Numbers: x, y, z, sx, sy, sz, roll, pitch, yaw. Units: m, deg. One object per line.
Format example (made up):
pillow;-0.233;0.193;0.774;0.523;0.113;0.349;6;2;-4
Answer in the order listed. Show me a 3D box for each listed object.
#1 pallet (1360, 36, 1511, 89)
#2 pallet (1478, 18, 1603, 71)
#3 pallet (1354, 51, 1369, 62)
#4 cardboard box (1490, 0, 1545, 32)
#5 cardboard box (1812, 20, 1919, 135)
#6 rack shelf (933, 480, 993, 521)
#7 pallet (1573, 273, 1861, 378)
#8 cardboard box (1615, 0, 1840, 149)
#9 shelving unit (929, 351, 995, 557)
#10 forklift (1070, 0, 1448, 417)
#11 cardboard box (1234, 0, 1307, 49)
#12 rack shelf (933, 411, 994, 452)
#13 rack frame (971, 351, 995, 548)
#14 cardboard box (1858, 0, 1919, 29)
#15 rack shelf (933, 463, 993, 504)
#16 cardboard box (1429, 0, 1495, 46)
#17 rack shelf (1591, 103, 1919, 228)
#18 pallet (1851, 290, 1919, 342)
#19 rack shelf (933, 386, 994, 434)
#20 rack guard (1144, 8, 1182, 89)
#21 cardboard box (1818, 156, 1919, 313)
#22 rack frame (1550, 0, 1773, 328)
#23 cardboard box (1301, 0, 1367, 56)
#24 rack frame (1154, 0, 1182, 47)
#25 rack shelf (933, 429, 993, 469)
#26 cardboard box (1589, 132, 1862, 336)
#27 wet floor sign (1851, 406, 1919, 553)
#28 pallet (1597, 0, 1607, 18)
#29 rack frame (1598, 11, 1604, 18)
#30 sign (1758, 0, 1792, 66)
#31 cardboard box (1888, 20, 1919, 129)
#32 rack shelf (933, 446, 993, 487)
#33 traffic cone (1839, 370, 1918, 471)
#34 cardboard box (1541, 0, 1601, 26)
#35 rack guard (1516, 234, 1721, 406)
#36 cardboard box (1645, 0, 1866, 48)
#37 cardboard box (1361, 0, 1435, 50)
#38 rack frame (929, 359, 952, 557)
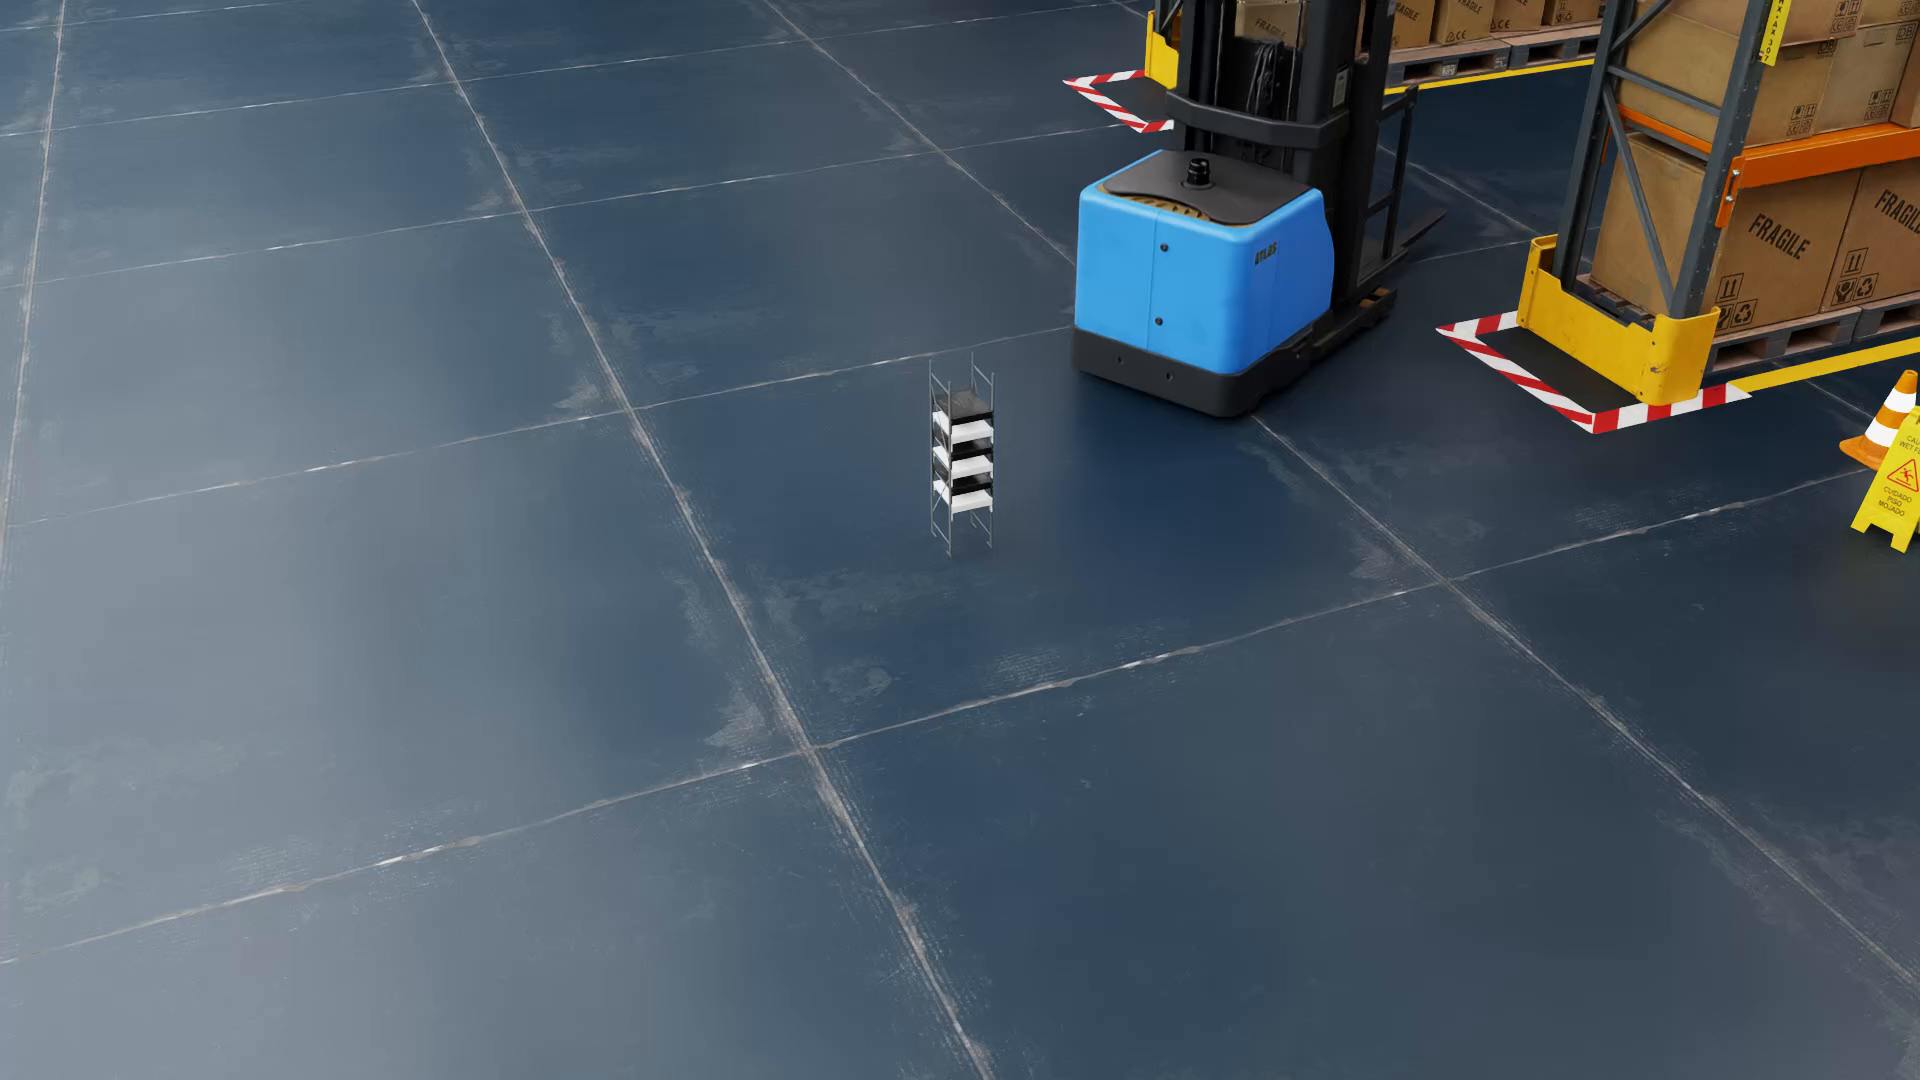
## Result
pallet;3.759;-4.064;13.803;1.213;0.211;1.003;-13;35;-19
pallet;4.886;-4.324;14.202;1.213;0.211;1.003;-13;35;-19
pallet;2.636;-3.809;13.410;1.213;0.211;1.003;-13;35;-19
cardboard box;4.582;-4.592;13.963;0.500;0.500;0.500;-2;33;-4
cardboard box;4.453;-2.584;8.833;0.550;0.550;0.875;-13;35;-19
rack shelf;0.007;-0.200;7.624;0.200;0.077;0.258;-13;35;-19
pallet;4.337;-1.332;9.603;1.213;0.211;1.003;-13;35;-19
cardboard box;3.955;-2.456;8.637;0.550;0.550;0.875;-13;35;-19
shelving unit;0.007;-0.379;7.507;0.210;0.900;0.258;-13;35;-19
forklift;1.907;-2.605;9.067;1.130;2.935;3.031;23;40;31
cardboard box;2.385;-4.060;13.146;0.500;0.500;0.500;-7;34;-10
rack shelf;0.007;-0.502;7.427;0.200;0.077;0.258;-13;35;-19
rack frame;0.101;-0.400;7.540;0.006;0.900;0.240;-13;35;-19
cardboard box;4.459;-3.029;8.528;0.550;0.550;0.875;-13;35;-19
rack shelf;0.007;-0.276;7.574;0.200;0.077;0.258;-13;35;-19
cardboard box;4.040;-4.421;13.701;0.500;0.500;0.500;-16;36;-23
rack shelf;5.474;-2.413;9.368;4.000;0.370;1.077;-13;35;-19
pallet;5.460;-1.587;9.996;1.213;0.211;1.003;-13;35;-19
rack shelf;0.007;-0.577;7.378;0.200;0.077;0.258;-13;35;-19
rack guard;1.873;-3.776;13.095;0.348;0.500;1.175;-13;35;-19
cardboard box;5.040;-1.941;9.546;0.875;0.875;0.875;-13;35;-20
rack frame;3.630;-2.292;8.523;0.127;3.000;1.000;-13;35;-19
cardboard box;2.923;-4.203;13.366;0.500;0.500;0.500;-4;33;-6
rack frame;1.803;-4.808;12.389;0.127;3.000;1.000;-13;35;-19
rack shelf;0.007;-0.426;7.476;0.200;0.077;0.258;-13;35;-19
cardboard box;4.230;-1.754;9.259;0.875;0.875;0.875;-13;35;-19
wet floor sign;4.370;-0.304;7.625;0.232;0.644;0.267;-19;38;-27
pallet;6.209;-4.649;14.701;1.213;0.211;1.003;-13;35;-19
rack frame;5.491;-5.652;13.687;0.127;3.000;1.000;-13;35;-19
sign;3.839;-2.408;7.834;0.005;0.325;0.100;-13;35;-19
cardboard box;5.018;-2.639;8.917;0.550;0.550;0.875;-13;35;-19
rack shelf;0.007;-0.351;7.525;0.200;0.077;0.258;-13;35;-19
traffic cone;4.670;-0.627;8.290;0.334;0.463;0.336;-13;35;-19
cardboard box;5.107;-4.716;14.155;0.500;0.500;0.500;-14;36;-20
rack guard;3.608;-1.240;9.197;0.348;0.500;1.175;-13;35;-19
cardboard box;3.987;-2.867;8.278;0.550;0.550;0.875;-13;35;-19
cardboard box;3.508;-4.326;13.555;0.500;0.500;0.500;-10;34;-14
rack frame;-0.086;-0.357;7.474;0.006;0.900;0.240;-13;35;-19
